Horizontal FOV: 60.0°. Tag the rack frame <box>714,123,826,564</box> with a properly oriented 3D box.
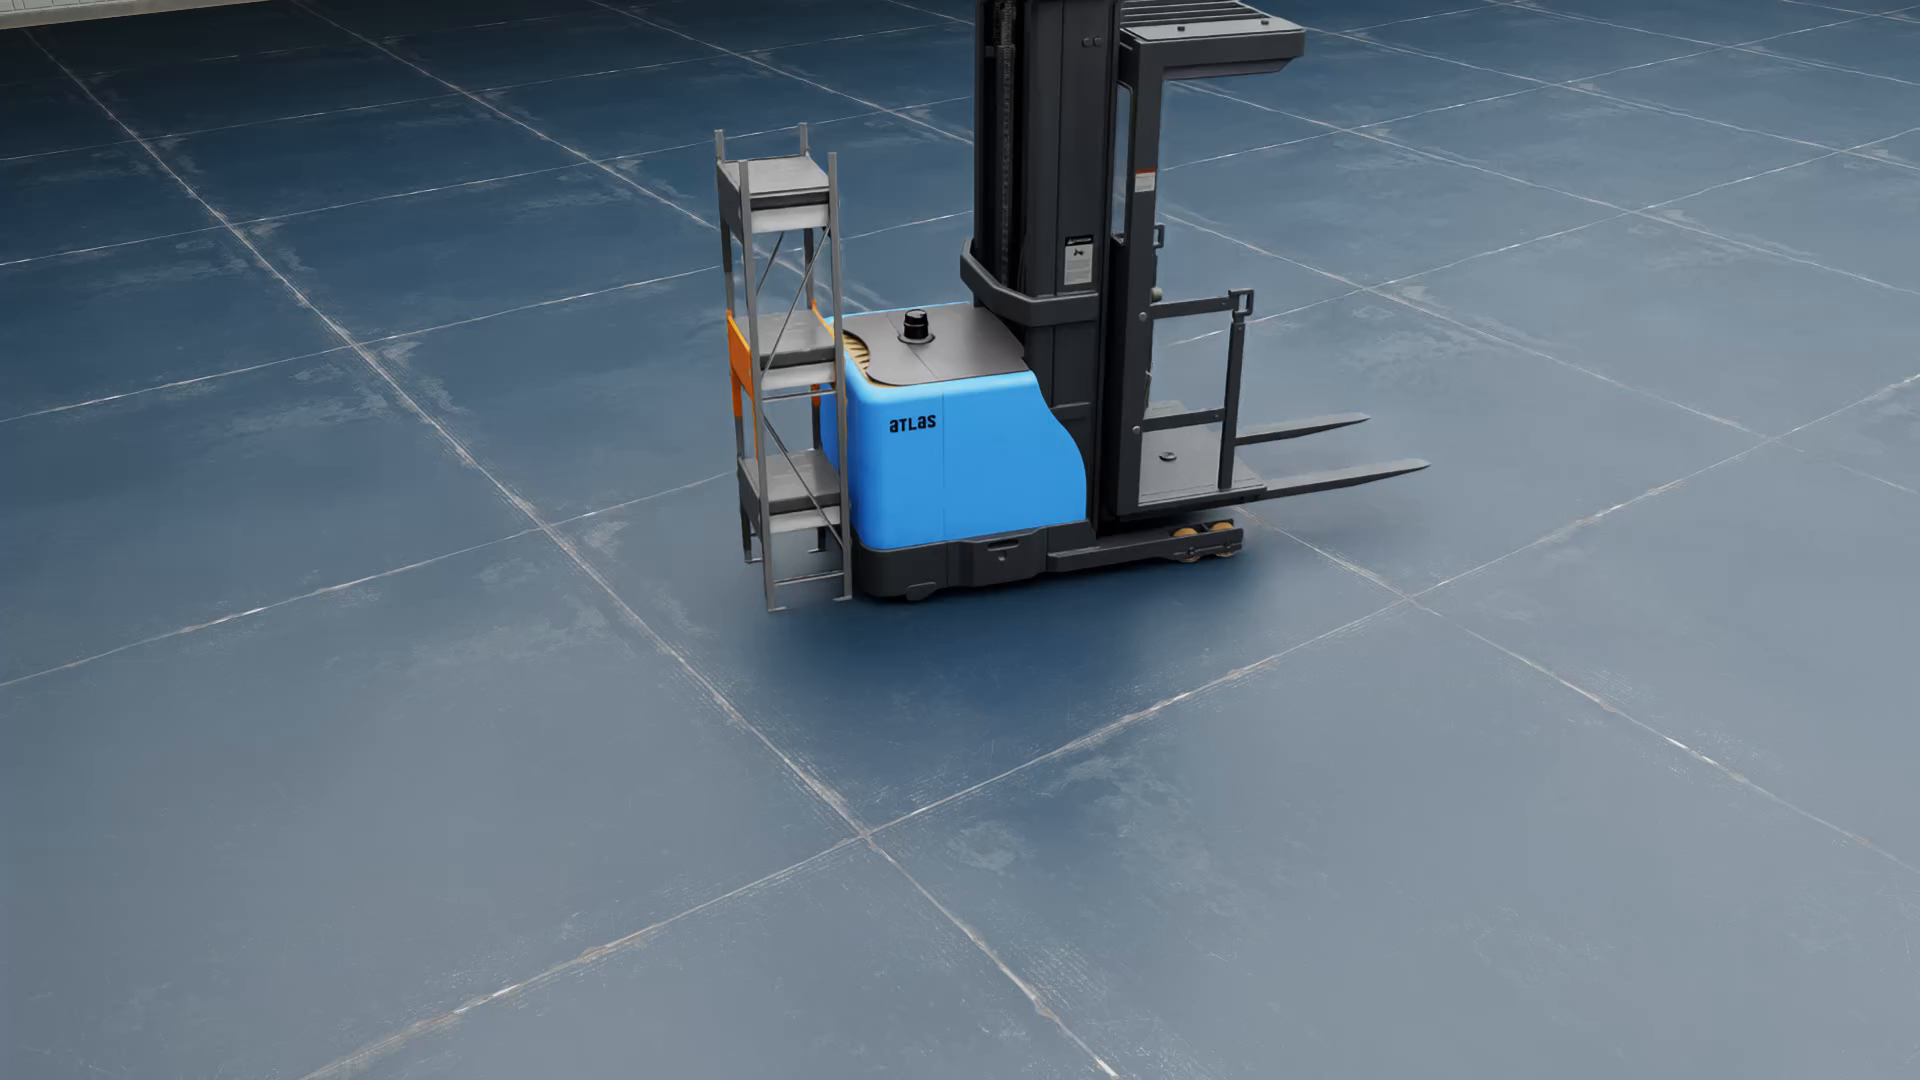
[{"bbox_3d":[-0.849,-0.841,7.598,0.400,2.100,0.015,-9,30,-16],"label":"rack frame"}]

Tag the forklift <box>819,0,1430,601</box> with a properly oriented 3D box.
[{"bbox_3d":[0.862,-1.407,7.770,3.031,2.935,1.130,-9,30,-16],"label":"forklift"}]

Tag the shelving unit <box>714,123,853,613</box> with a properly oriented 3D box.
[{"bbox_3d":[-0.771,-0.731,7.395,0.431,2.100,0.503,-9,30,-16],"label":"shelving unit"}]

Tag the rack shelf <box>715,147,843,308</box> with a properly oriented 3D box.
[{"bbox_3d":[-0.771,-1.334,7.068,0.431,0.518,0.480,-9,30,-16],"label":"rack shelf"}]

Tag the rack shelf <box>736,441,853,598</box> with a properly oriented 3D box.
[{"bbox_3d":[-0.771,-0.103,7.736,0.431,0.518,0.480,-9,30,-16],"label":"rack shelf"}]

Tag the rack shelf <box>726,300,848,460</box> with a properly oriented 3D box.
[{"bbox_3d":[-0.771,-0.719,7.402,0.431,0.518,0.480,-9,30,-16],"label":"rack shelf"}]

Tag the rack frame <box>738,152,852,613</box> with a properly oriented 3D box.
[{"bbox_3d":[-0.693,-0.620,7.192,0.400,2.100,0.015,-9,30,-16],"label":"rack frame"}]
